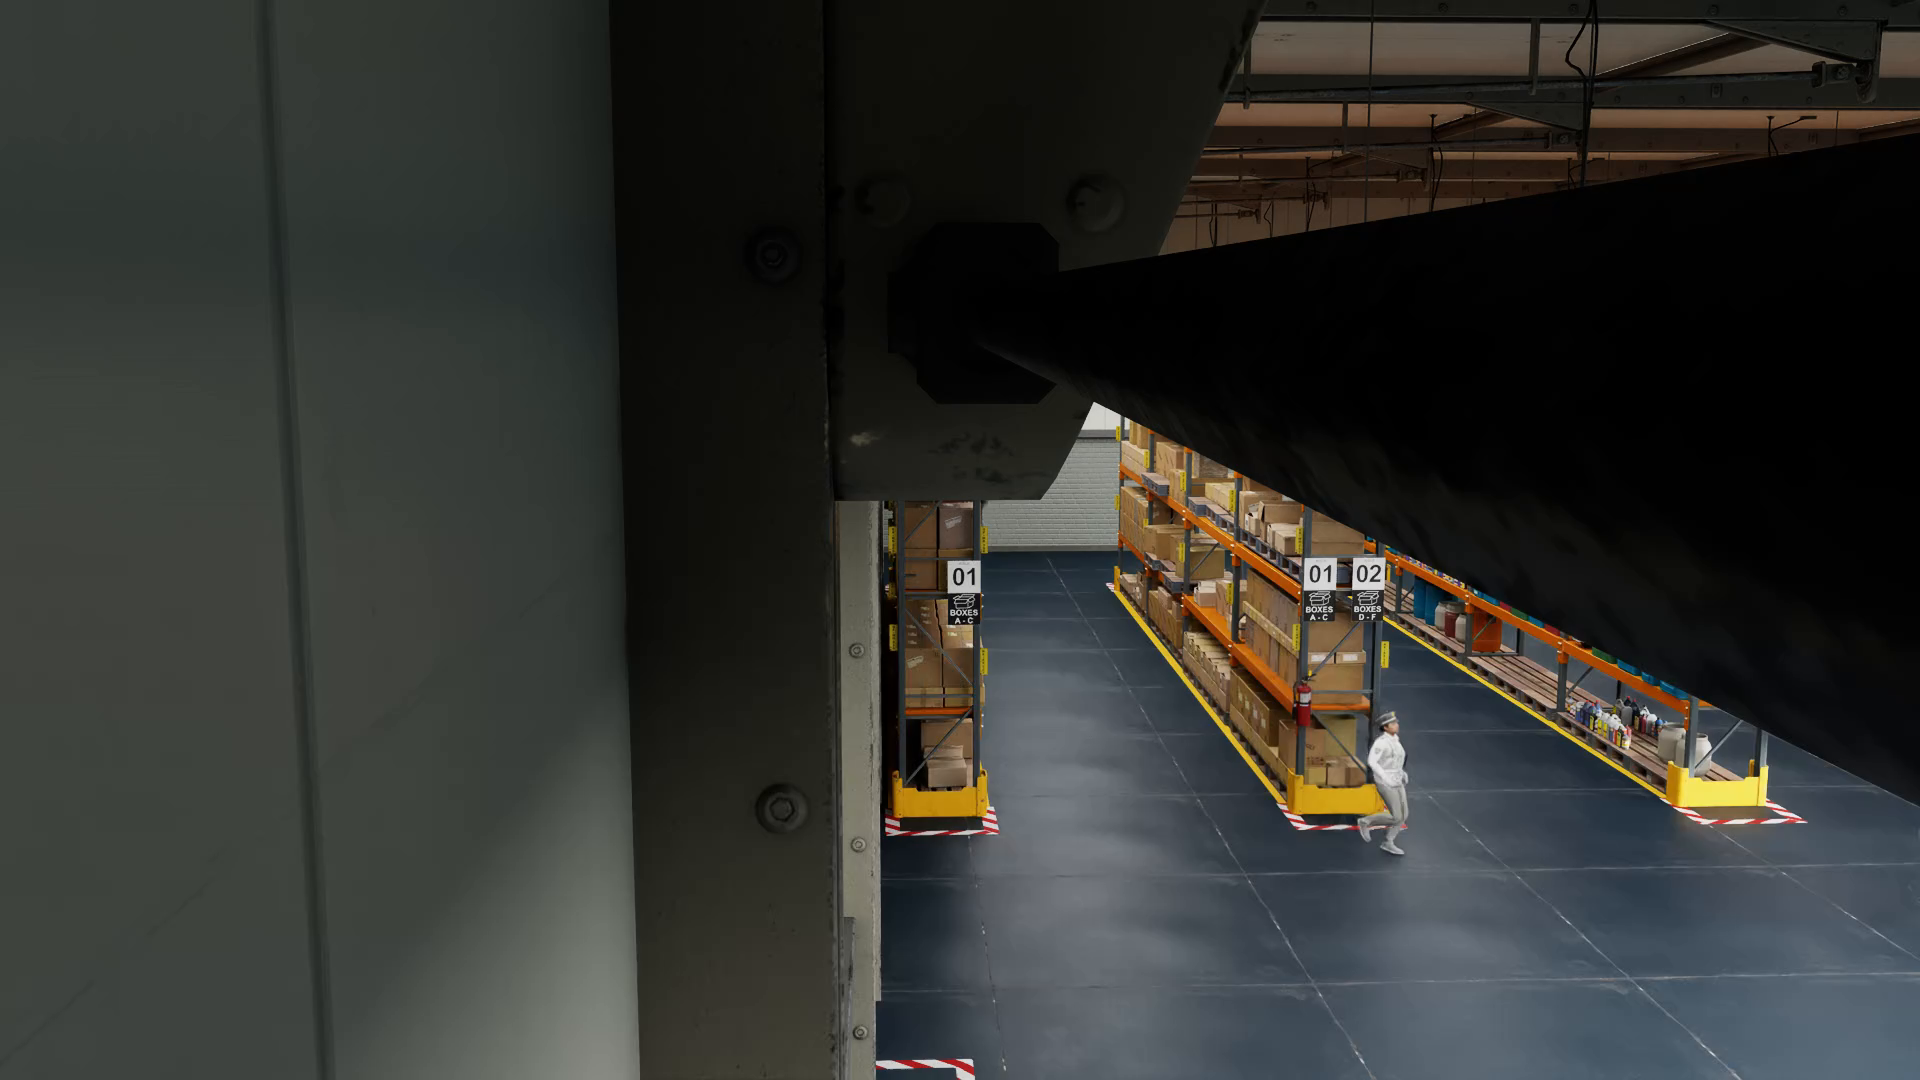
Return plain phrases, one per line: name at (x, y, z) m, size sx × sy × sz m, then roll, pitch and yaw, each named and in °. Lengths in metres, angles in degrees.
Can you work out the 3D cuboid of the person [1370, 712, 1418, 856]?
person at (5.003, 2.793, 19.052) m, size 0.503 × 1.647 × 0.628 m, roll 5°, pitch 10°, yaw 30°
